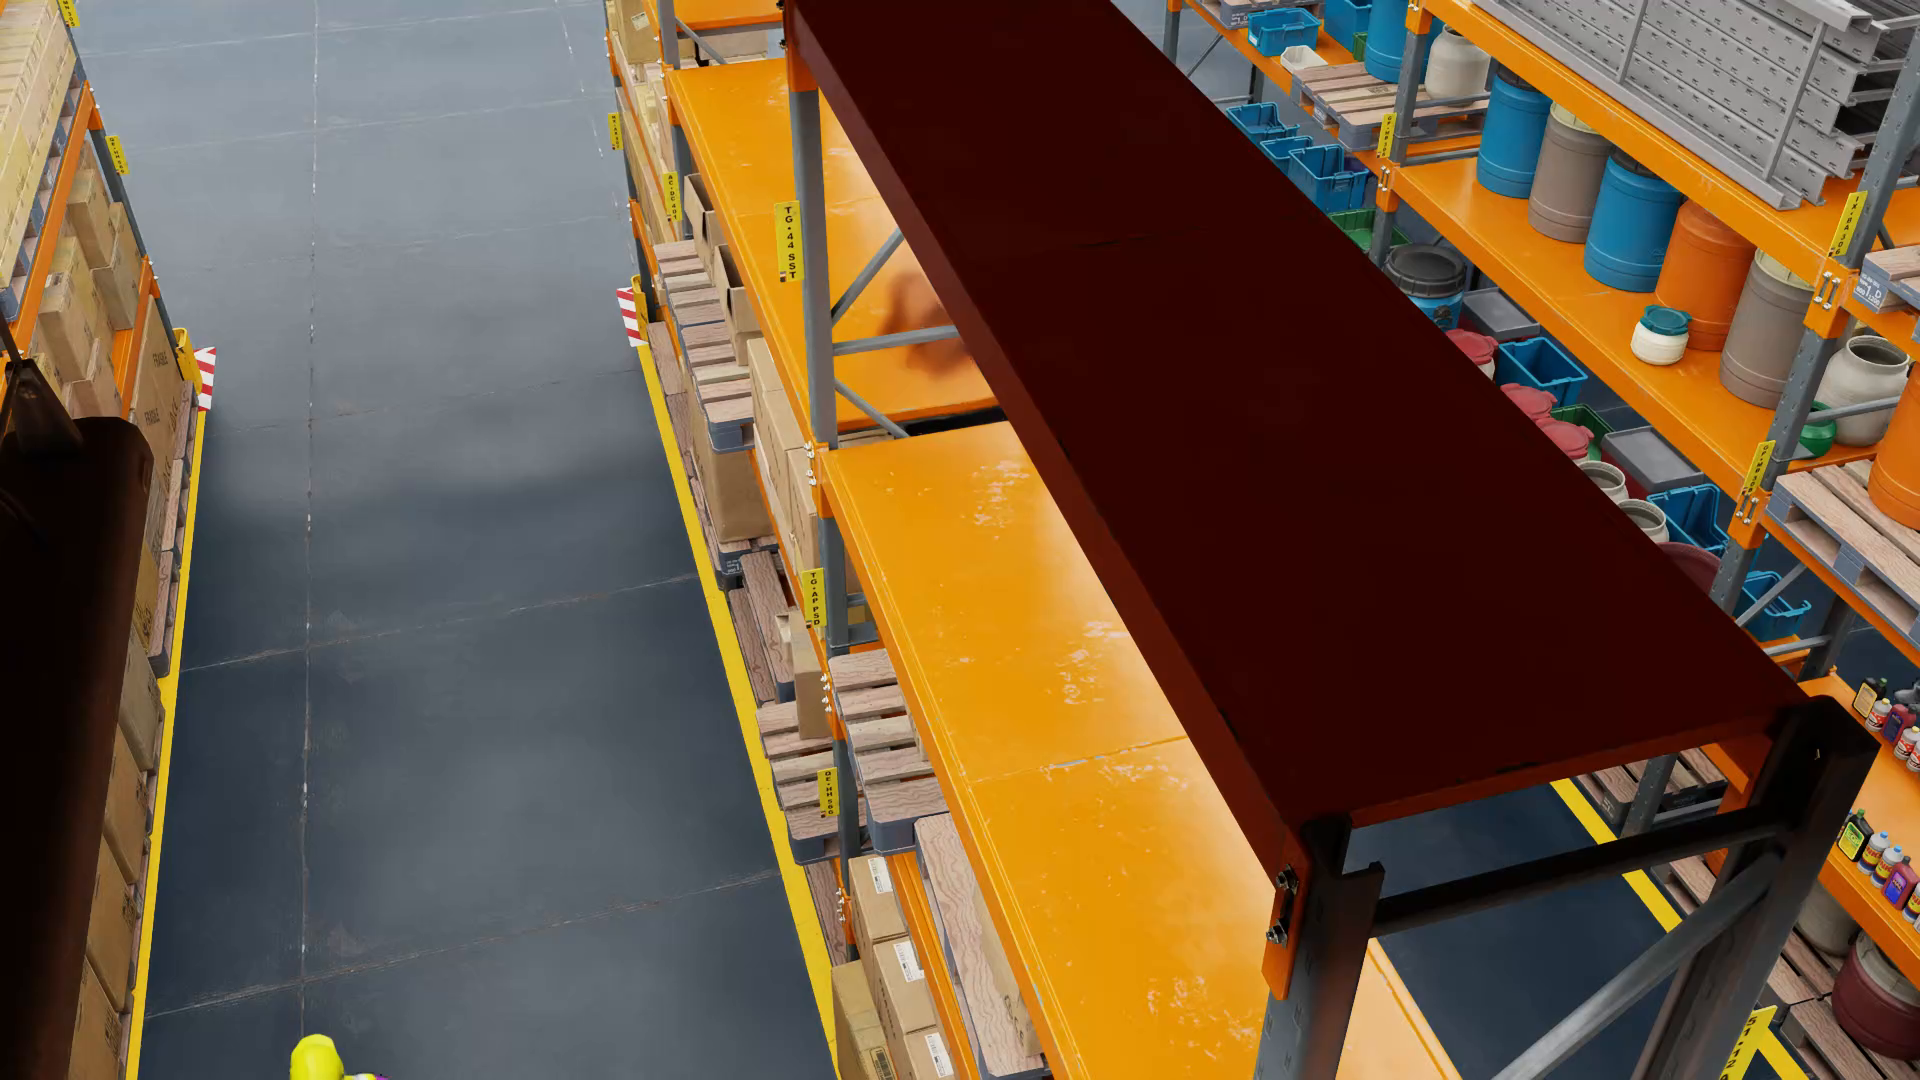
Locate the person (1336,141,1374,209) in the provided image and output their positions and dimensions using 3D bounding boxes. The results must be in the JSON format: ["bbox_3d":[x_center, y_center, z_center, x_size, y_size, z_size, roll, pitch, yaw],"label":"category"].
[{"bbox_3d":[3.848,-3.594,16.118,0.649,1.595,0.621,-19,42,-23],"label":"person"}]

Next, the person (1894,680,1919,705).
[{"bbox_3d":[6.724,0.532,10.728,0.605,1.822,0.845,-16,41,-19],"label":"person"}]

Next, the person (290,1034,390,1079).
[{"bbox_3d":[-2.699,2.790,7.436,0.718,1.751,0.709,-19,42,-22],"label":"person"}]
